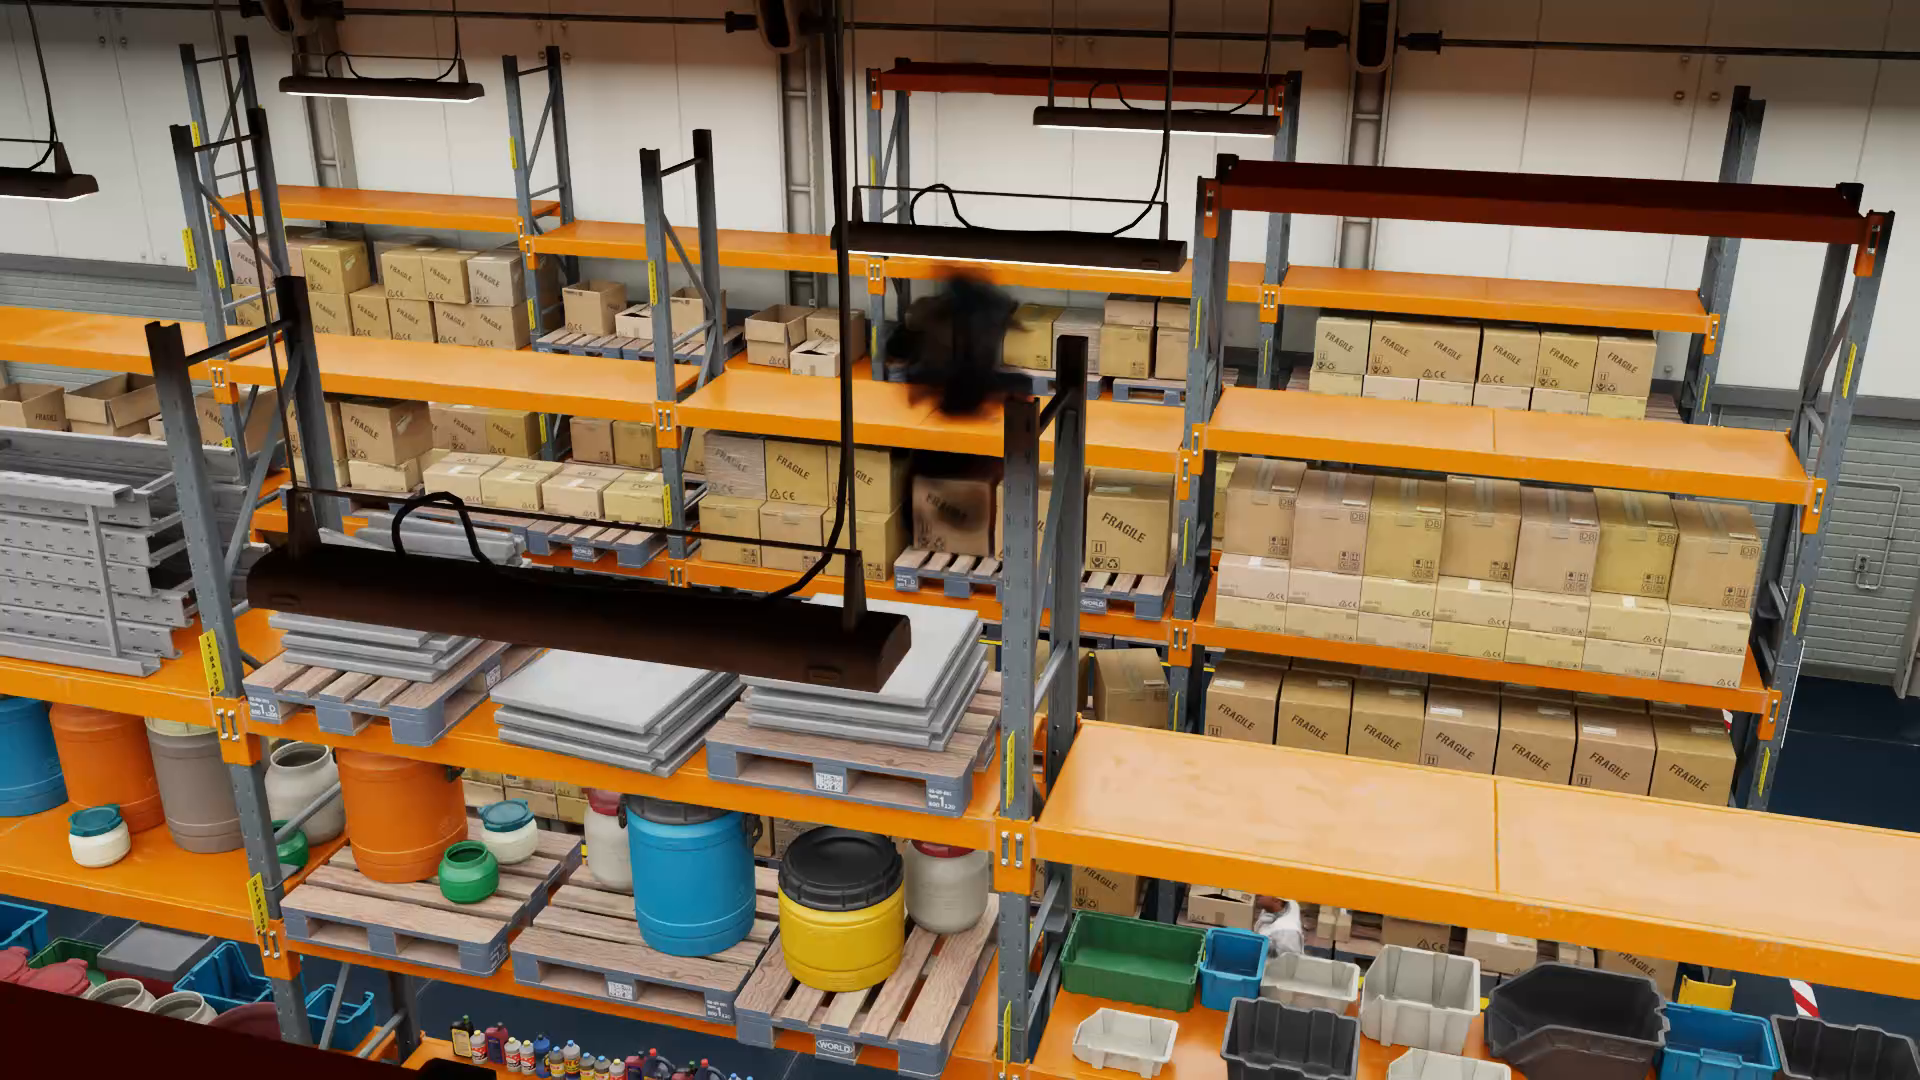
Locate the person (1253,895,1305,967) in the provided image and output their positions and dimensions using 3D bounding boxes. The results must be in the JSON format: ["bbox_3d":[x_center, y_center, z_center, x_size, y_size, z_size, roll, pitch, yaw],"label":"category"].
[{"bbox_3d":[2.129,2.918,11.090,0.634,1.676,0.651,3,23,7],"label":"person"}]
